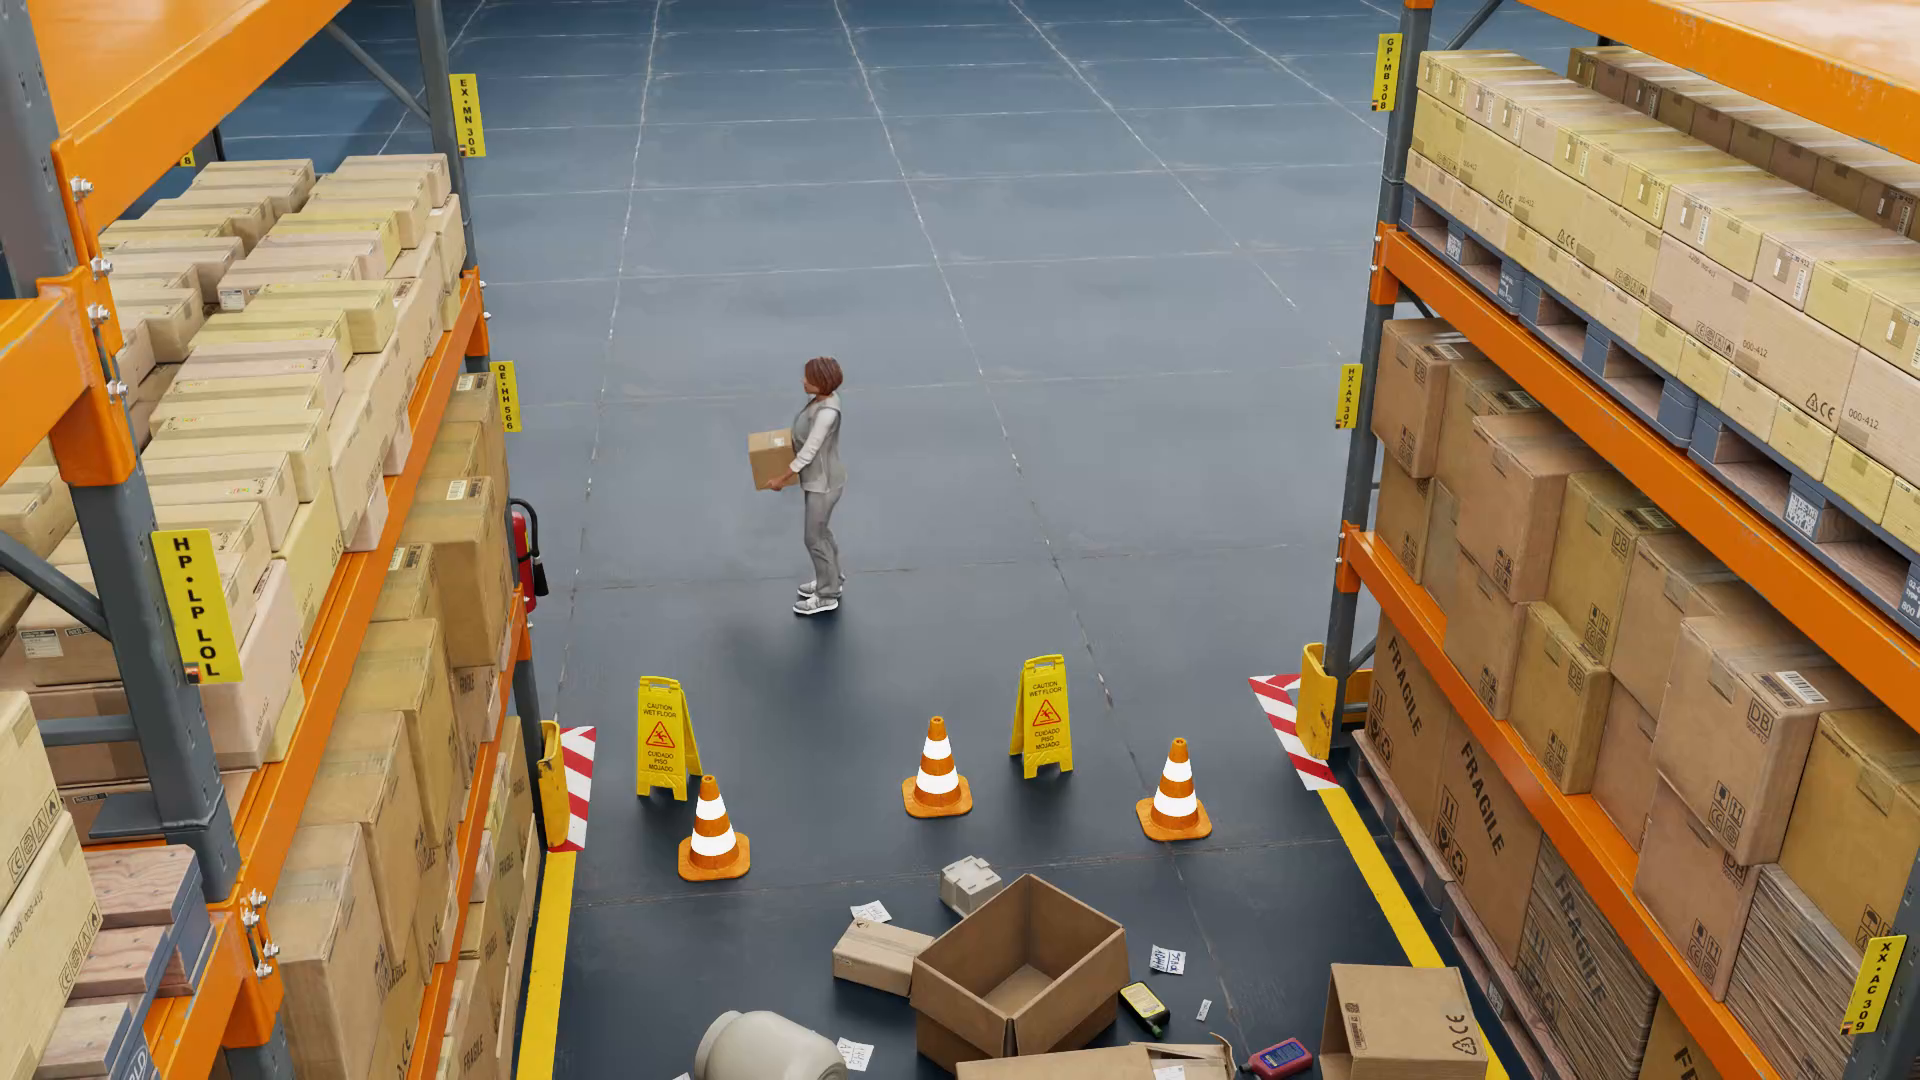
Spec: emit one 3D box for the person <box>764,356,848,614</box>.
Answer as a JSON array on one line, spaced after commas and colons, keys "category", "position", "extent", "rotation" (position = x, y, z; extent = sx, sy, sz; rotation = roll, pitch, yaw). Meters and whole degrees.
[{"category": "person", "position": [-0.900, -0.325, 9.722], "extent": [0.490, 1.595, 0.405], "rotation": [-3, 28, -6]}]
